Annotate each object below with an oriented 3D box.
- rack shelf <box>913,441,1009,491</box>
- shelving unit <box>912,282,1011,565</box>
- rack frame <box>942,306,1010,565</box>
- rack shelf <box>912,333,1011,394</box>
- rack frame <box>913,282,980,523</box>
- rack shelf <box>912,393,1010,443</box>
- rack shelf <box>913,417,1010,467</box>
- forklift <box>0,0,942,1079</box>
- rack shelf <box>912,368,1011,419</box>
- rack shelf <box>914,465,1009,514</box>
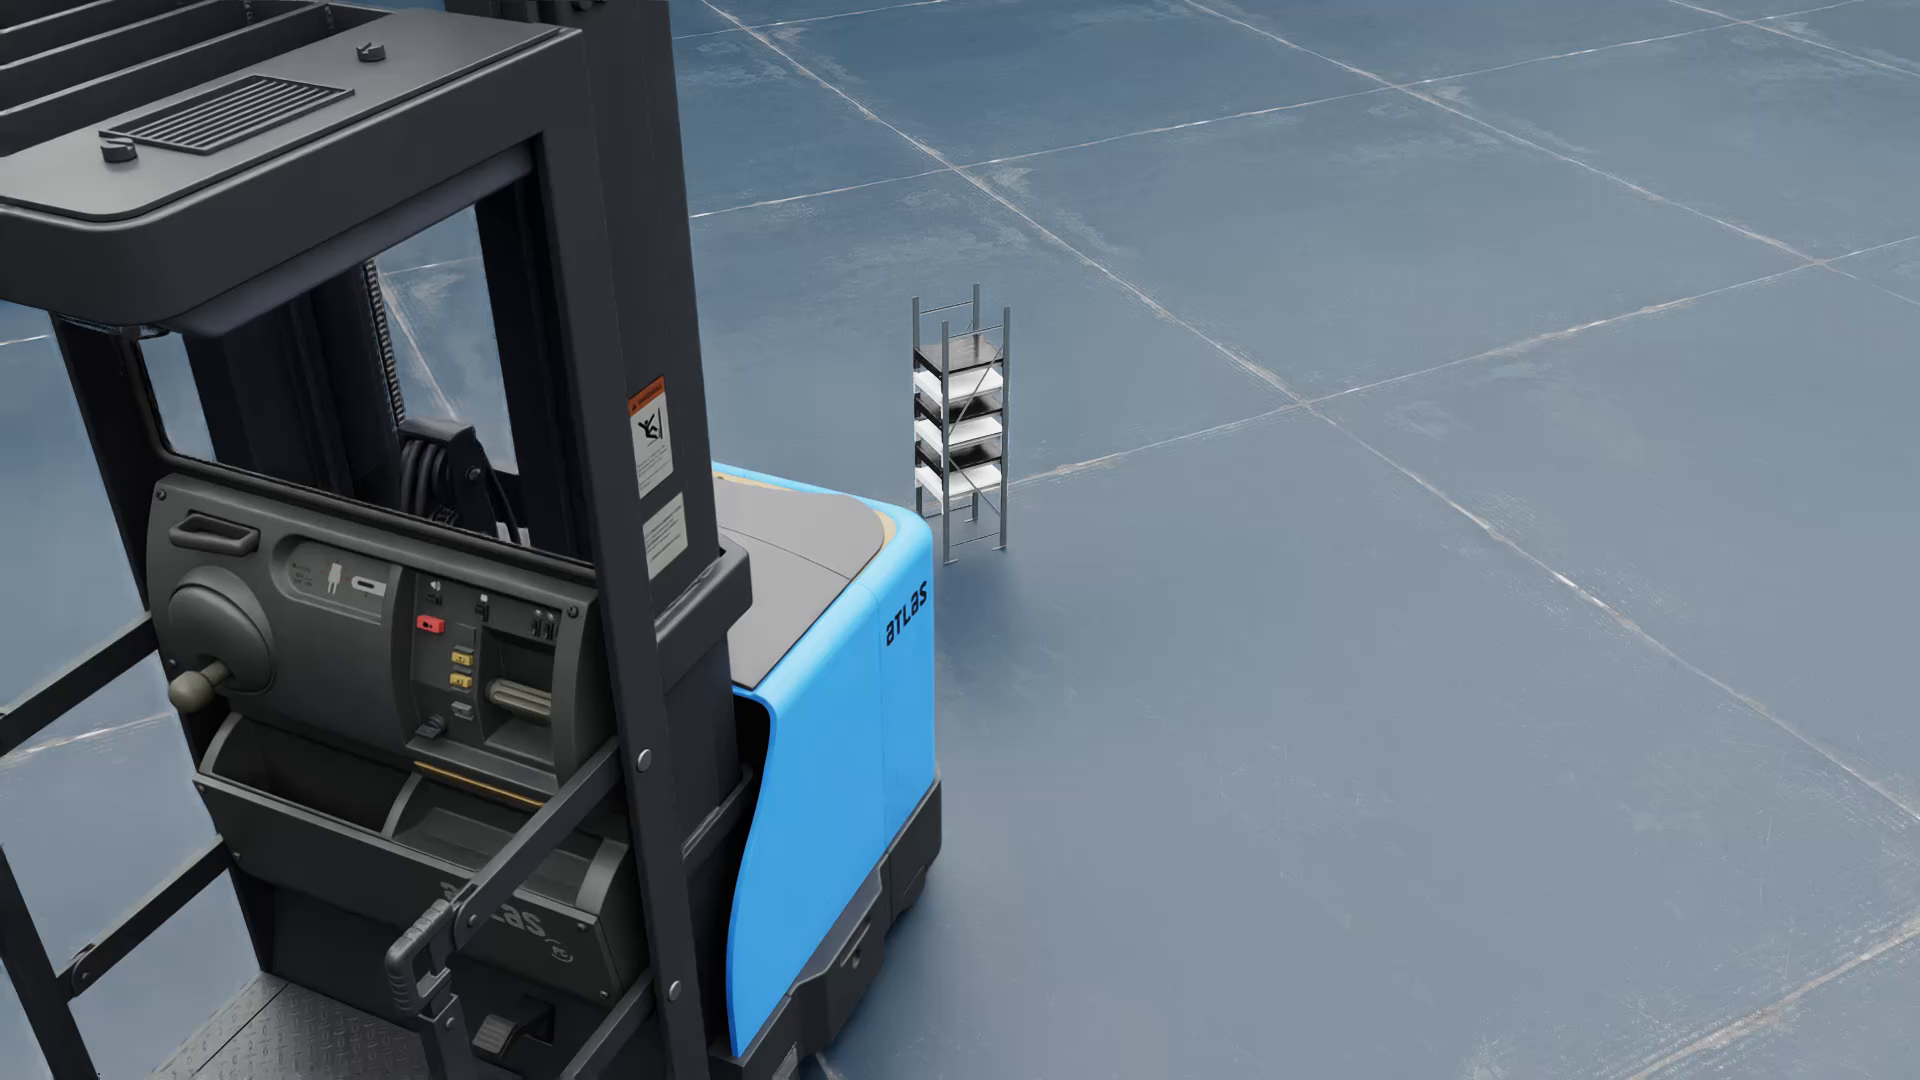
[{"bbox_3d":[0.004,-0.271,5.568,0.258,0.077,0.200,-16,36,-23],"label":"rack shelf"},{"bbox_3d":[0.004,-0.375,5.501,0.258,0.900,0.210,-16,36,-23],"label":"shelving unit"},{"bbox_3d":[0.051,-0.327,5.425,0.240,0.900,0.006,-16,36,-23],"label":"rack frame"},{"bbox_3d":[0.004,-0.574,5.374,0.258,0.077,0.200,-16,36,-23],"label":"rack shelf"},{"bbox_3d":[-0.044,-0.424,5.577,0.240,0.900,0.006,-16,36,-23],"label":"rack frame"},{"bbox_3d":[0.004,-0.423,5.471,0.258,0.077,0.200,-16,36,-23],"label":"rack shelf"},{"bbox_3d":[0.004,-0.347,5.519,0.258,0.077,0.200,-16,36,-23],"label":"rack shelf"},{"bbox_3d":[-1.115,0.223,2.685,1.130,2.935,3.031,14,35,20],"label":"forklift"},{"bbox_3d":[0.004,-0.499,5.422,0.258,0.077,0.200,-16,36,-23],"label":"rack shelf"},{"bbox_3d":[0.004,-0.195,5.616,0.258,0.077,0.200,-16,36,-23],"label":"rack shelf"}]
